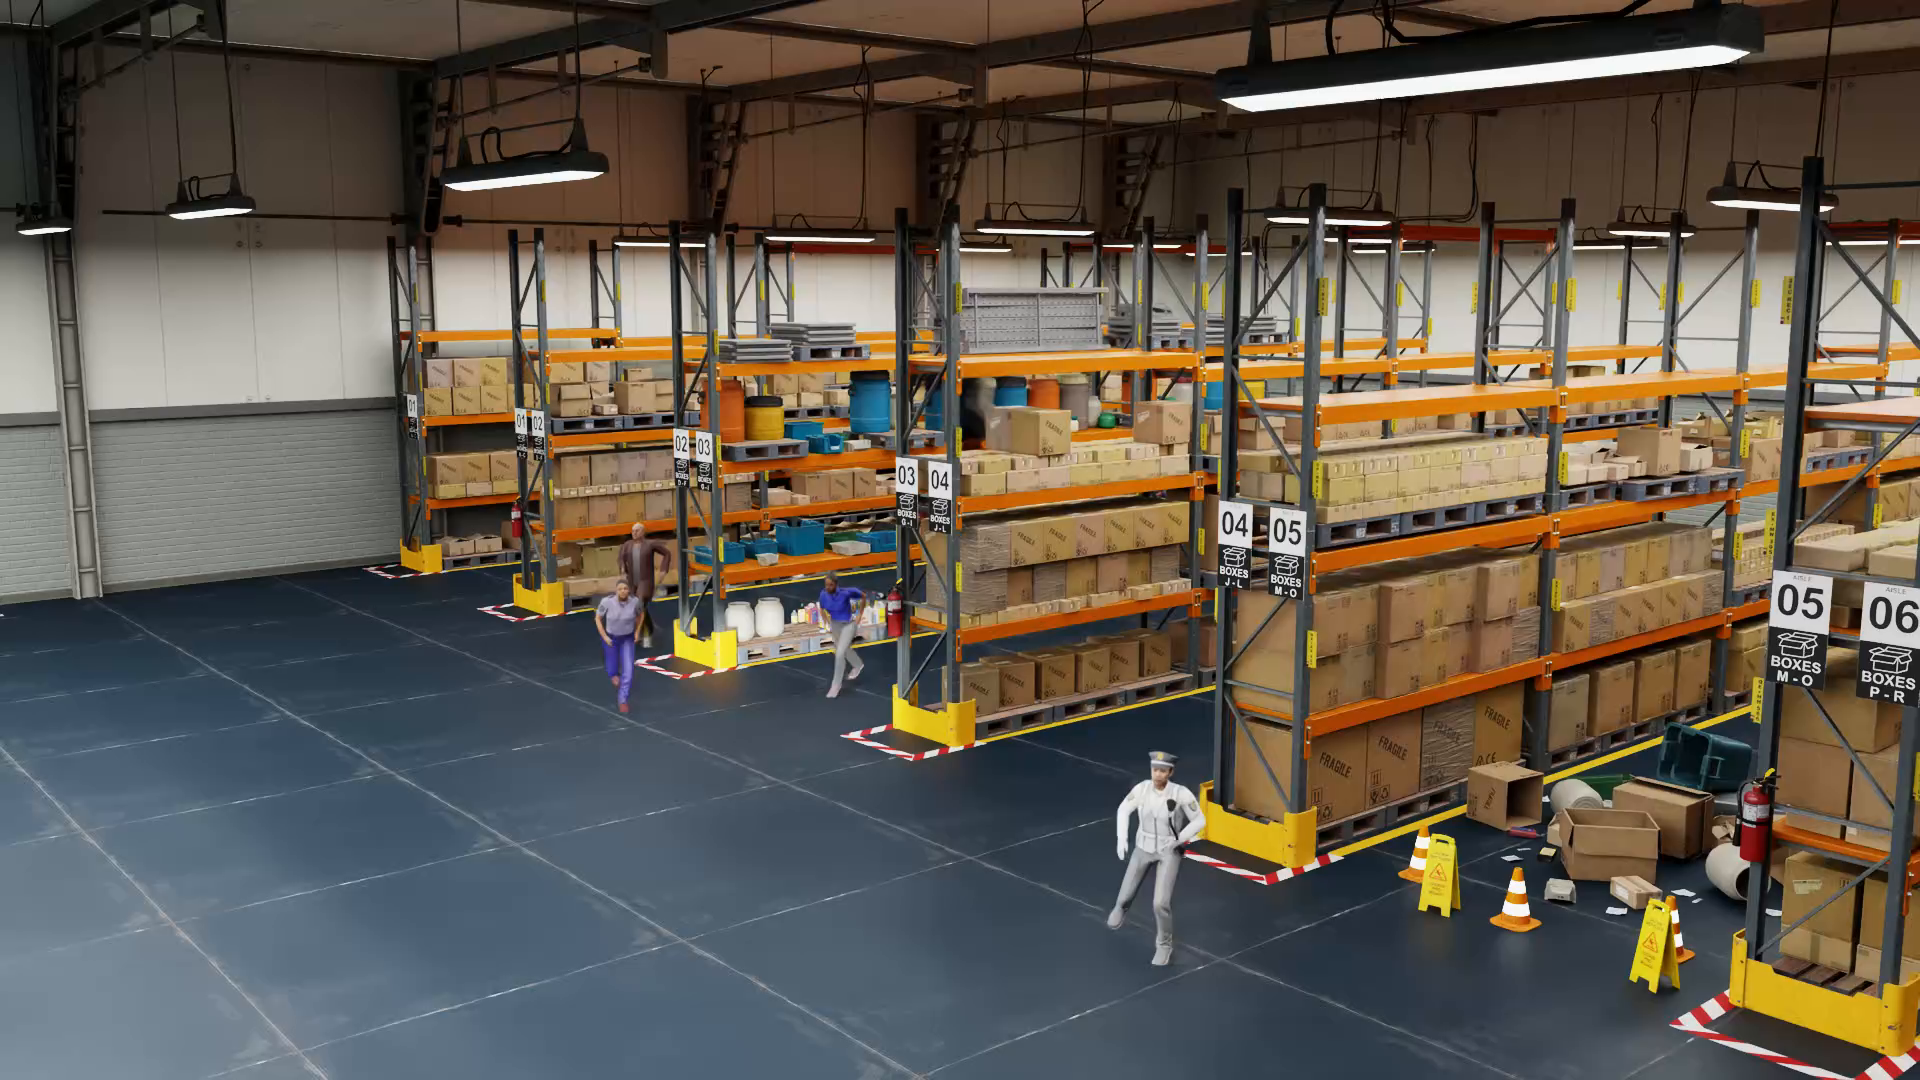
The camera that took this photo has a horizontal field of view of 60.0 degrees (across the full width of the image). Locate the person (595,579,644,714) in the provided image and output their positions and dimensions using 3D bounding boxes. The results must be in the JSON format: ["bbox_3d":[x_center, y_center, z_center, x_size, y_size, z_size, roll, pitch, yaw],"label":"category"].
[{"bbox_3d":[-4.184,1.263,20.485,0.604,1.648,0.935,-2,9,-16],"label":"person"}]

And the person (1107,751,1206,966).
[{"bbox_3d":[1.510,2.418,12.894,0.792,1.687,0.591,3,9,17],"label":"person"}]

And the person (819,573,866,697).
[{"bbox_3d":[-1.450,1.163,21.269,0.617,1.615,0.967,3,9,21],"label":"person"}]

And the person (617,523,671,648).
[{"bbox_3d":[-4.556,0.665,23.804,0.728,1.840,0.795,3,9,17],"label":"person"}]
